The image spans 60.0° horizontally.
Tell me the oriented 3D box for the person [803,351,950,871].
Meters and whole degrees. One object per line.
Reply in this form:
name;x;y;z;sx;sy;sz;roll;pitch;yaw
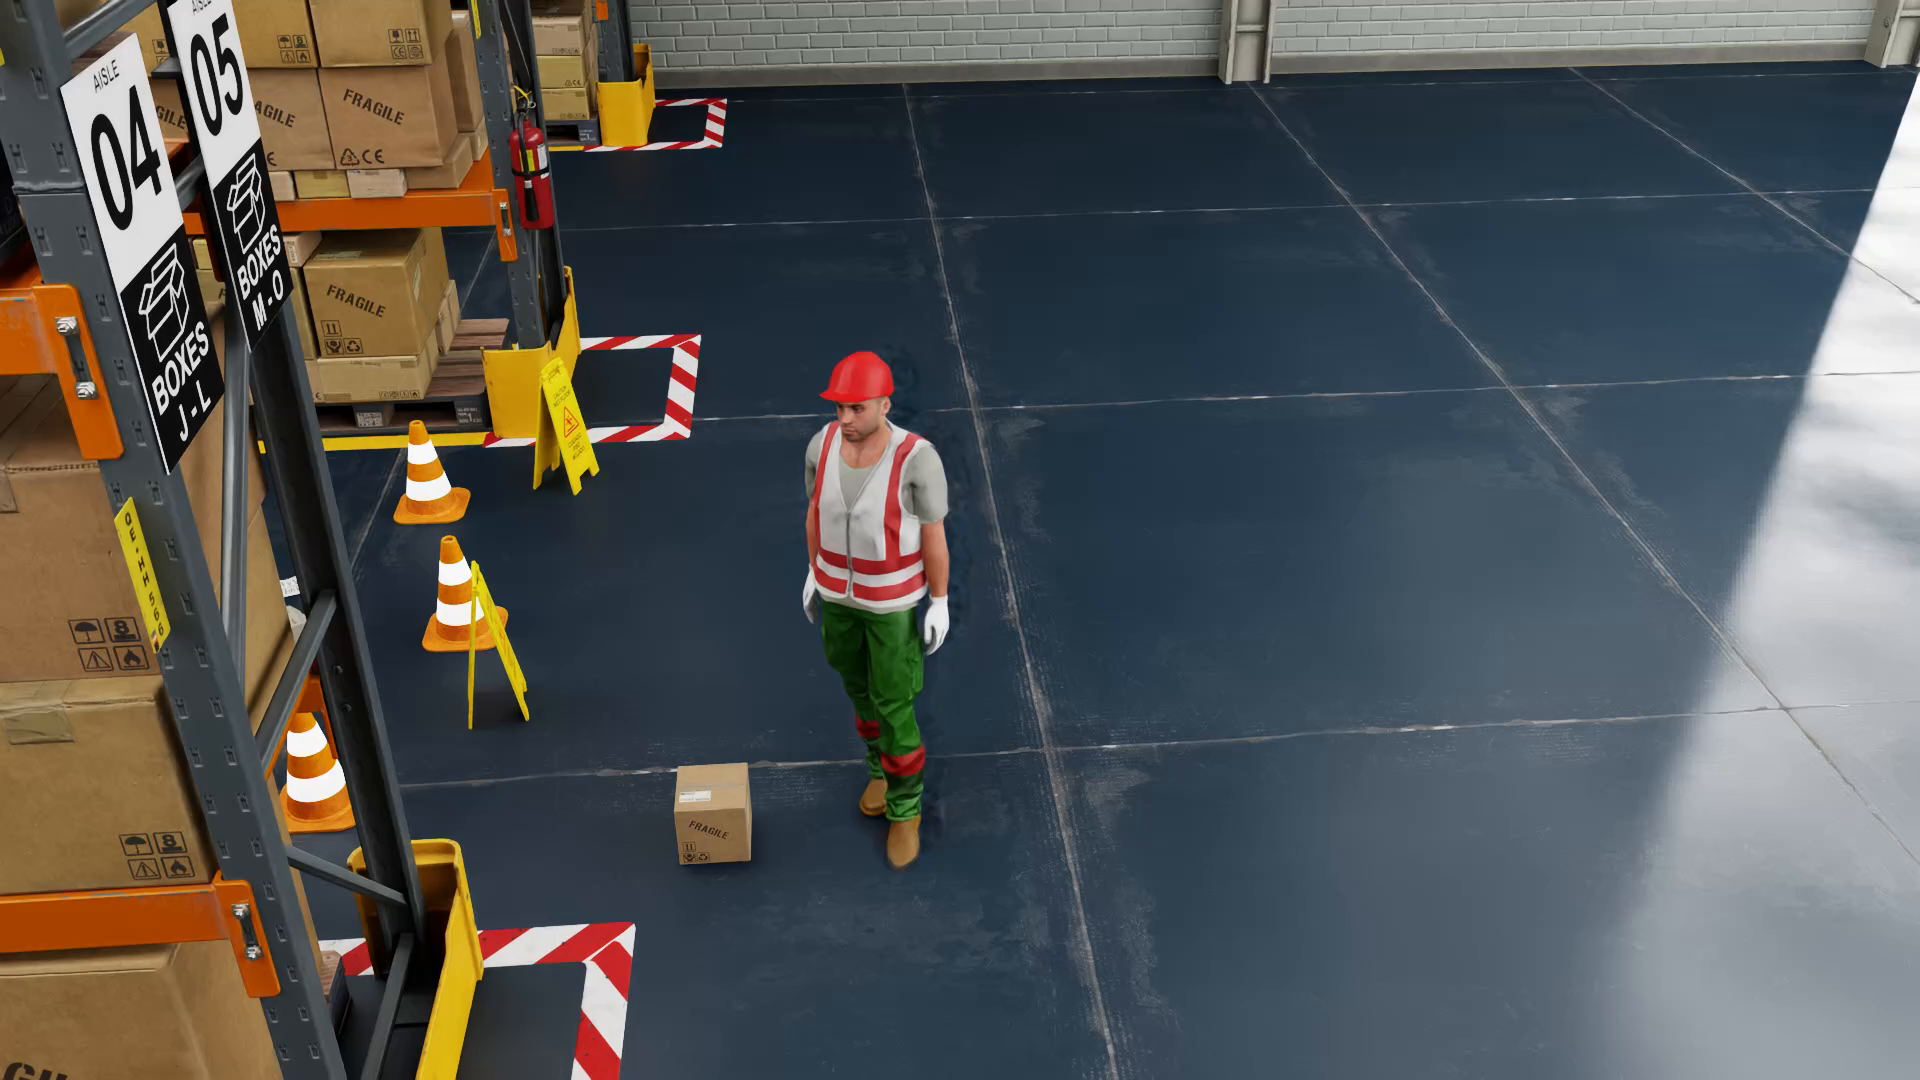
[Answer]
person;-0.339;0.241;5.719;0.572;1.821;0.515;13;33;21
